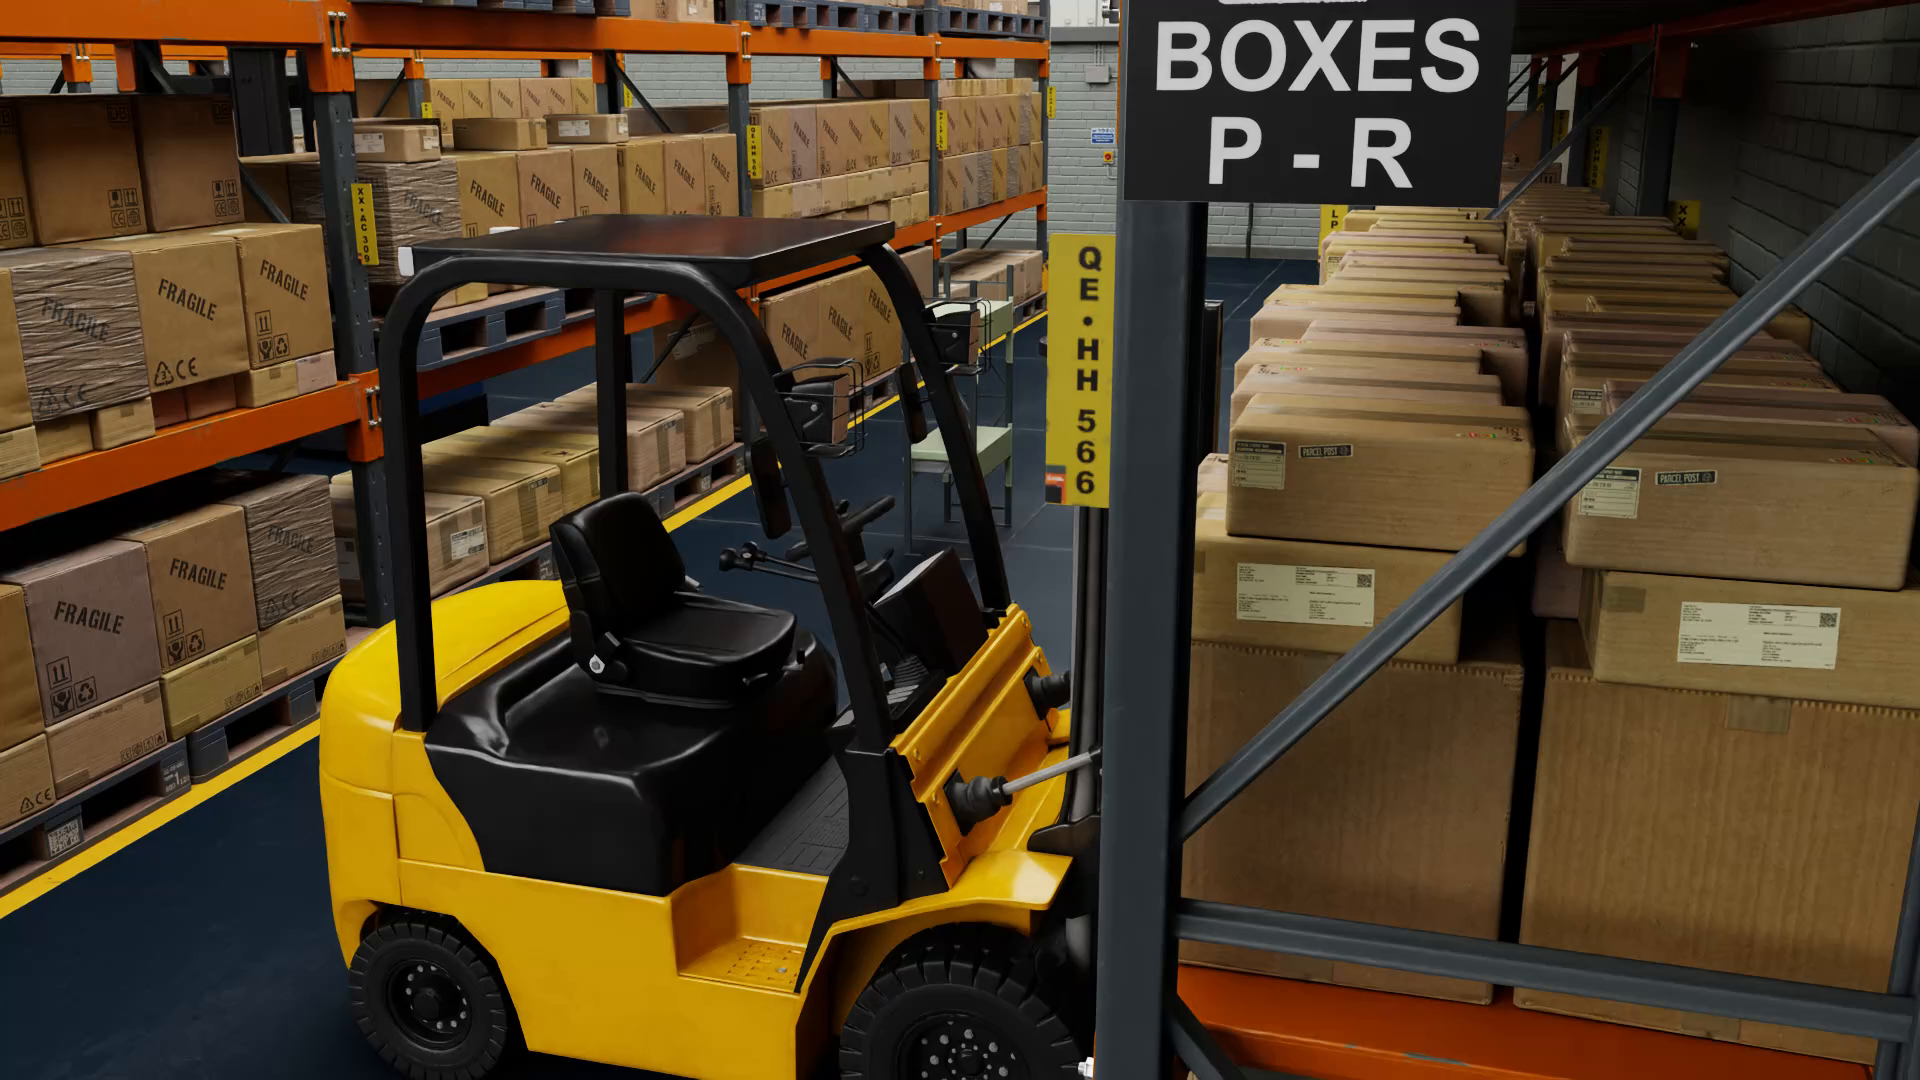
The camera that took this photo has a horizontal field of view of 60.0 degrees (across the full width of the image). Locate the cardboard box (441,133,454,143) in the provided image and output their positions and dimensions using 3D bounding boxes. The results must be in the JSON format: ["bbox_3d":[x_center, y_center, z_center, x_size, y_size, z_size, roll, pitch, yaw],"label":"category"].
[{"bbox_3d":[-5.073,-3.663,16.019,0.500,0.500,0.500,4,16,15],"label":"cardboard box"}]

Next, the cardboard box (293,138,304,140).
[{"bbox_3d":[-5.608,-3.403,14.429,0.380,0.149,0.250,5,16,16],"label":"cardboard box"}]

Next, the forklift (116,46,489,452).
[{"bbox_3d":[-4.965,-2.155,11.556,3.031,2.935,1.130,4,16,15],"label":"forklift"}]

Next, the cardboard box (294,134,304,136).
[{"bbox_3d":[-6.009,-3.662,15.344,0.380,0.149,0.250,6,17,19],"label":"cardboard box"}]

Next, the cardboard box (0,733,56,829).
[{"bbox_3d":[-3.302,0.789,5.319,0.500,0.250,0.500,6,17,20],"label":"cardboard box"}]

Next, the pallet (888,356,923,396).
[{"bbox_3d":[-0.828,-1.455,14.073,1.003,0.211,1.213,5,16,16],"label":"pallet"}]

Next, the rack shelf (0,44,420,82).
[{"bbox_3d":[-6.024,-3.936,13.529,1.077,0.370,4.000,5,16,16],"label":"rack shelf"}]

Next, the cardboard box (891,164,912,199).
[{"bbox_3d":[-0.708,-2.907,13.441,0.500,0.250,0.500,5,17,17],"label":"cardboard box"}]

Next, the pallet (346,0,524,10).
[{"bbox_3d":[-2.677,-2.418,7.203,1.213,0.211,1.003,5,16,16],"label":"pallet"}]

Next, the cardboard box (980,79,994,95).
[{"bbox_3d":[0.108,-4.305,15.807,0.380,0.149,0.250,5,16,16],"label":"cardboard box"}]

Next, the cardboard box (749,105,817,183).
[{"bbox_3d":[-1.312,-2.728,11.434,0.500,0.500,0.500,5,16,16],"label":"cardboard box"}]

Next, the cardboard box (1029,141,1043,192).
[{"bbox_3d":[0.572,-3.952,17.584,0.500,0.500,0.500,5,17,16],"label":"cardboard box"}]

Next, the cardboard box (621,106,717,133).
[{"bbox_3d":[-1.922,-2.643,11.134,0.500,0.500,0.500,4,16,14],"label":"cardboard box"}]

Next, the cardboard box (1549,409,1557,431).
[{"bbox_3d":[1.471,-0.309,3.550,0.380,0.149,0.250,5,16,16],"label":"cardboard box"}]

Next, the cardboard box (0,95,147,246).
[{"bbox_3d":[-3.454,-1.354,6.044,0.700,0.500,0.500,5,17,16],"label":"cardboard box"}]

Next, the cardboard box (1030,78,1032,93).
[{"bbox_3d":[0.546,-4.783,17.490,0.380,0.149,0.250,5,17,17],"label":"cardboard box"}]

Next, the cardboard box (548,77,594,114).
[{"bbox_3d":[-4.355,-4.809,18.227,0.500,0.500,0.500,4,16,14],"label":"cardboard box"}]

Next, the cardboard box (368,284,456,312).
[{"bbox_3d":[-2.495,-1.113,7.447,0.380,0.149,0.250,5,17,17],"label":"cardboard box"}]

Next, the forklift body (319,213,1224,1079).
[{"bbox_3d":[-0.542,0.290,4.367,2.313,2.155,1.214,5,16,16],"label":"forklift body"}]

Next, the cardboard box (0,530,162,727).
[{"bbox_3d":[-3.152,0.291,5.702,0.500,0.500,0.500,6,17,19],"label":"cardboard box"}]

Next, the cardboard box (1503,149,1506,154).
[{"bbox_3d":[3.357,-2.421,11.414,0.700,0.500,0.500,5,16,16],"label":"cardboard box"}]

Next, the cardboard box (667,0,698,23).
[{"bbox_3d":[-1.769,-3.116,9.781,0.380,0.149,0.250,5,16,16],"label":"cardboard box"}]

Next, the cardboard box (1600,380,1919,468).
[{"bbox_3d":[1.105,-0.120,2.340,0.380,0.149,0.250,5,17,18],"label":"cardboard box"}]

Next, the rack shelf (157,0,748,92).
[{"bbox_3d":[-2.386,-2.532,8.580,1.077,0.370,4.000,5,16,16],"label":"rack shelf"}]

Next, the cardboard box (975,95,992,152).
[{"bbox_3d":[-0.008,-3.904,15.582,0.500,0.500,0.500,5,17,17],"label":"cardboard box"}]

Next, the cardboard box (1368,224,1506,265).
[{"bbox_3d":[1.379,-0.828,4.833,0.380,0.149,0.250,4,16,15],"label":"cardboard box"}]

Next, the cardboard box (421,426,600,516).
[{"bbox_3d":[-2.411,-0.357,9.138,0.950,0.372,0.625,5,17,18],"label":"cardboard box"}]

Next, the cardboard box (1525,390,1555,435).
[{"bbox_3d":[1.493,-0.039,3.785,0.500,0.500,0.500,5,17,17],"label":"cardboard box"}]

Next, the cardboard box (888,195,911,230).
[{"bbox_3d":[-0.713,-2.662,13.494,0.500,0.250,0.500,4,16,15],"label":"cardboard box"}]

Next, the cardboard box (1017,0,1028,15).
[{"bbox_3d":[0.414,-5.547,17.215,0.500,0.250,0.500,3,16,11],"label":"cardboard box"}]

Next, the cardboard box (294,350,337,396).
[{"bbox_3d":[-2.754,-0.683,6.701,0.380,0.149,0.250,4,16,15],"label":"cardboard box"}]

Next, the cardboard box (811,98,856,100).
[{"bbox_3d":[-1.082,-3.441,13.948,0.500,0.500,0.500,5,17,17],"label":"cardboard box"}]

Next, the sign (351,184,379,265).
[{"bbox_3d":[-2.432,-1.288,6.787,0.100,0.325,0.005,5,16,16],"label":"sign"}]

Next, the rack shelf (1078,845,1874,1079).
[{"bbox_3d":[1.237,0.342,3.946,1.077,0.370,4.000,5,16,16],"label":"rack shelf"}]

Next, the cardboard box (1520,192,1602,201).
[{"bbox_3d":[2.942,-1.624,8.185,0.380,0.149,0.250,4,16,15],"label":"cardboard box"}]

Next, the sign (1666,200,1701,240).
[{"bbox_3d":[2.338,-0.940,5.413,0.100,0.325,0.005,5,16,16],"label":"sign"}]

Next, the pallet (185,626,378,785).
[{"bbox_3d":[-3.112,0.608,6.798,1.003,0.211,1.213,5,16,16],"label":"pallet"}]

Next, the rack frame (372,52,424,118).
[{"bbox_3d":[-5.456,-3.362,15.685,1.000,3.000,0.127,5,16,16],"label":"rack frame"}]

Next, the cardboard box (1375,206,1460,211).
[{"bbox_3d":[2.025,-1.406,7.419,0.380,0.149,0.250,4,16,14],"label":"cardboard box"}]

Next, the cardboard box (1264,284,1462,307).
[{"bbox_3d":[0.835,-0.436,3.453,0.380,0.149,0.250,5,17,17],"label":"cardboard box"}]

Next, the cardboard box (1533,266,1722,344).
[{"bbox_3d":[1.508,-0.528,3.775,0.380,0.149,0.250,5,17,17],"label":"cardboard box"}]

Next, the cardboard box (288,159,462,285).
[{"bbox_3d":[-2.546,-1.405,7.289,0.500,0.500,0.500,5,17,17],"label":"cardboard box"}]

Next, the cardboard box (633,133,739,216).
[{"bbox_3d":[-1.681,-2.211,10.129,0.500,0.500,0.500,4,16,14],"label":"cardboard box"}]

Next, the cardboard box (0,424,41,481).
[{"bbox_3d":[-3.179,-0.282,5.288,0.380,0.149,0.250,5,17,16],"label":"cardboard box"}]

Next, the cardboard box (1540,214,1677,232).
[{"bbox_3d":[2.004,-0.924,5.173,0.380,0.149,0.250,5,16,16],"label":"cardboard box"}]

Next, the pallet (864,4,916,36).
[{"bbox_3d":[-0.894,-4.112,13.183,0.805,0.209,1.217,4,16,14],"label":"pallet"}]

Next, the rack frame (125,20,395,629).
[{"bbox_3d":[-2.955,-0.912,7.046,1.000,3.000,0.127,5,16,16],"label":"rack frame"}]

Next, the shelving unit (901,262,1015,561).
[{"bbox_3d":[-0.002,-0.720,9.119,0.431,1.500,0.755,5,16,16],"label":"shelving unit"}]

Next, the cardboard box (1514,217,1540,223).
[{"bbox_3d":[2.457,-1.226,6.783,0.380,0.149,0.250,5,16,16],"label":"cardboard box"}]

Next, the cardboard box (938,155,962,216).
[{"bbox_3d":[-0.297,-3.155,14.773,0.500,0.500,0.500,5,17,18],"label":"cardboard box"}]

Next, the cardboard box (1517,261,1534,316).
[{"bbox_3d":[1.960,-0.784,5.224,0.380,0.149,0.250,5,16,16],"label":"cardboard box"}]

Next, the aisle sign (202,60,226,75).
[{"bbox_3d":[-9.313,-6.112,20.618,0.394,0.787,0.004,5,16,16],"label":"aisle sign"}]

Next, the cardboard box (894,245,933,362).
[{"bbox_3d":[-0.781,-2.016,14.064,0.875,0.875,0.875,5,17,18],"label":"cardboard box"}]

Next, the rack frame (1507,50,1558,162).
[{"bbox_3d":[4.079,-2.621,13.072,1.000,3.000,0.127,5,16,16],"label":"rack frame"}]
